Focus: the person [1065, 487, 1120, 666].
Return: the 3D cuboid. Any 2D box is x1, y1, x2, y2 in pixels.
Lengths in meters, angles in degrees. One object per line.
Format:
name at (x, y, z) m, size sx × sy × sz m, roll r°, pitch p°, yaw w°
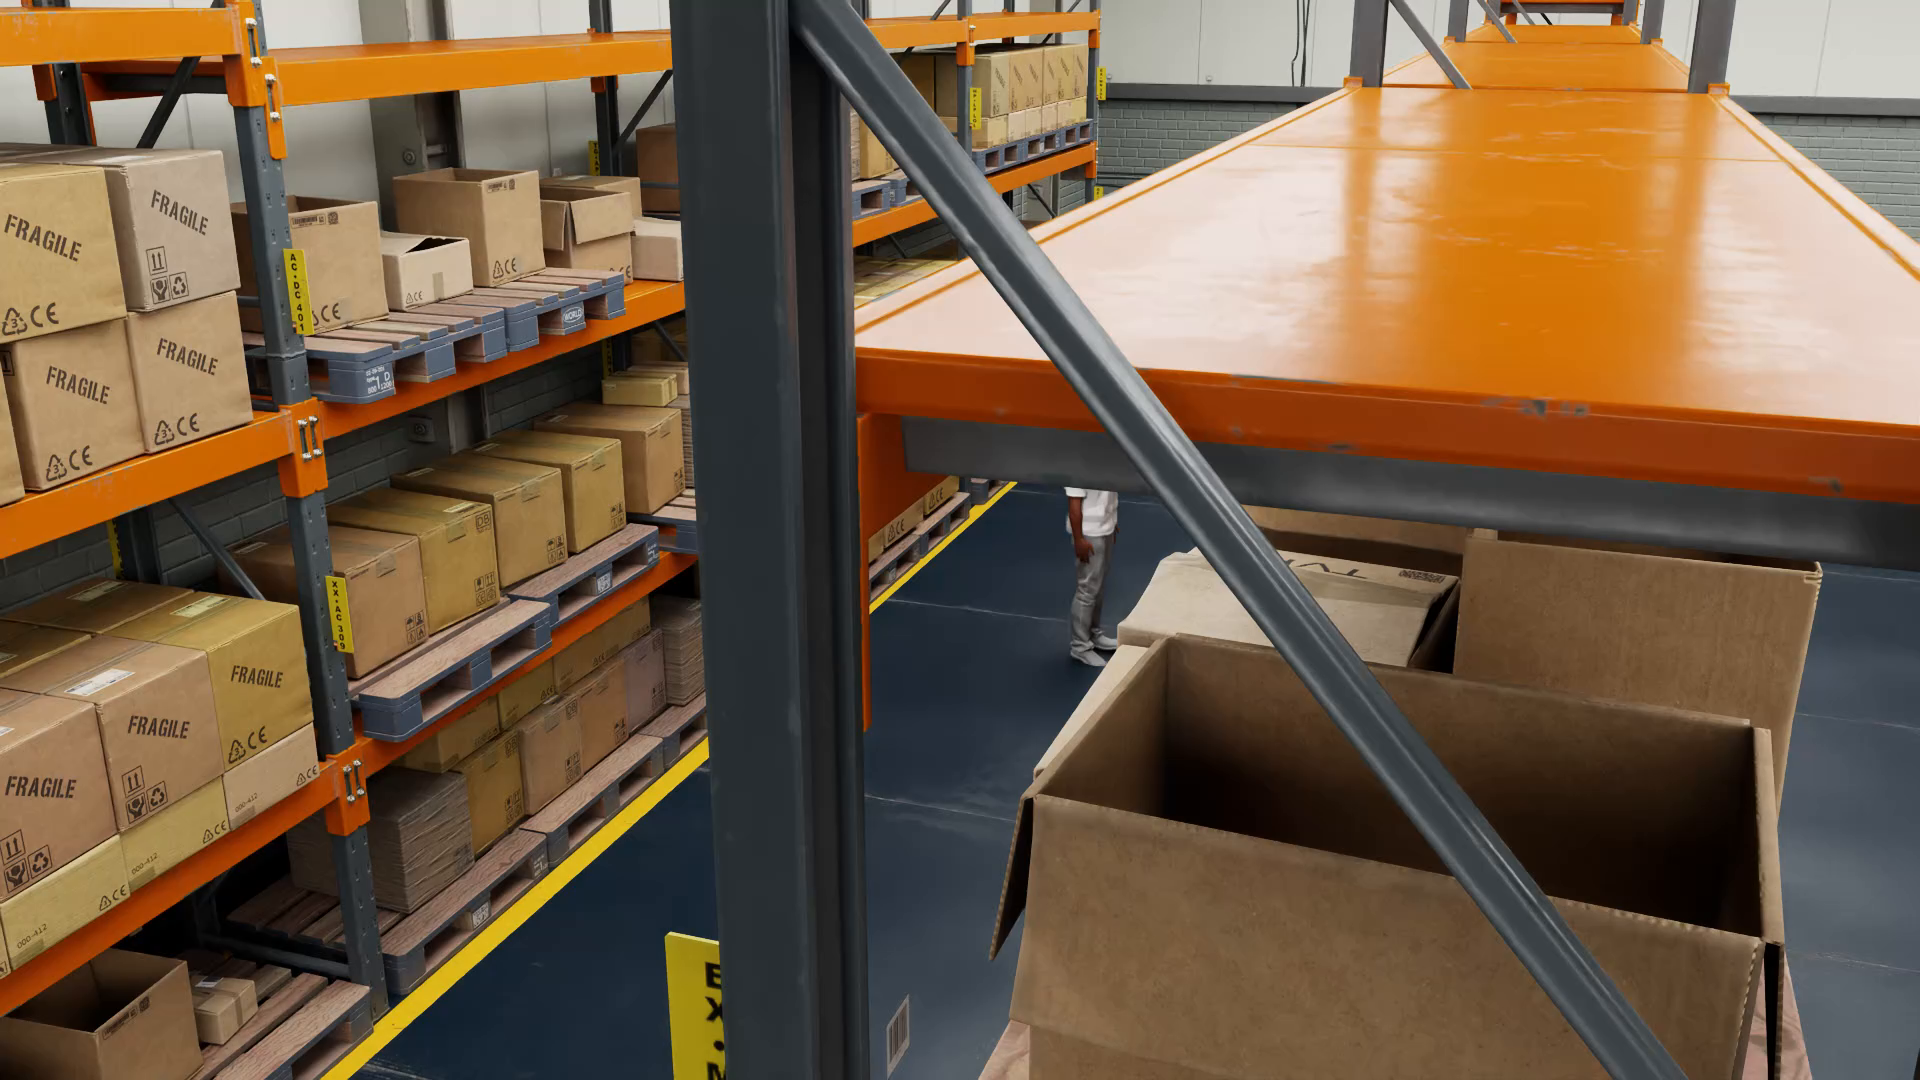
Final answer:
person at (0.914, -0.053, 11.224) m, size 0.409 × 1.805 × 0.575 m, roll 7°, pitch 20°, yaw 19°
